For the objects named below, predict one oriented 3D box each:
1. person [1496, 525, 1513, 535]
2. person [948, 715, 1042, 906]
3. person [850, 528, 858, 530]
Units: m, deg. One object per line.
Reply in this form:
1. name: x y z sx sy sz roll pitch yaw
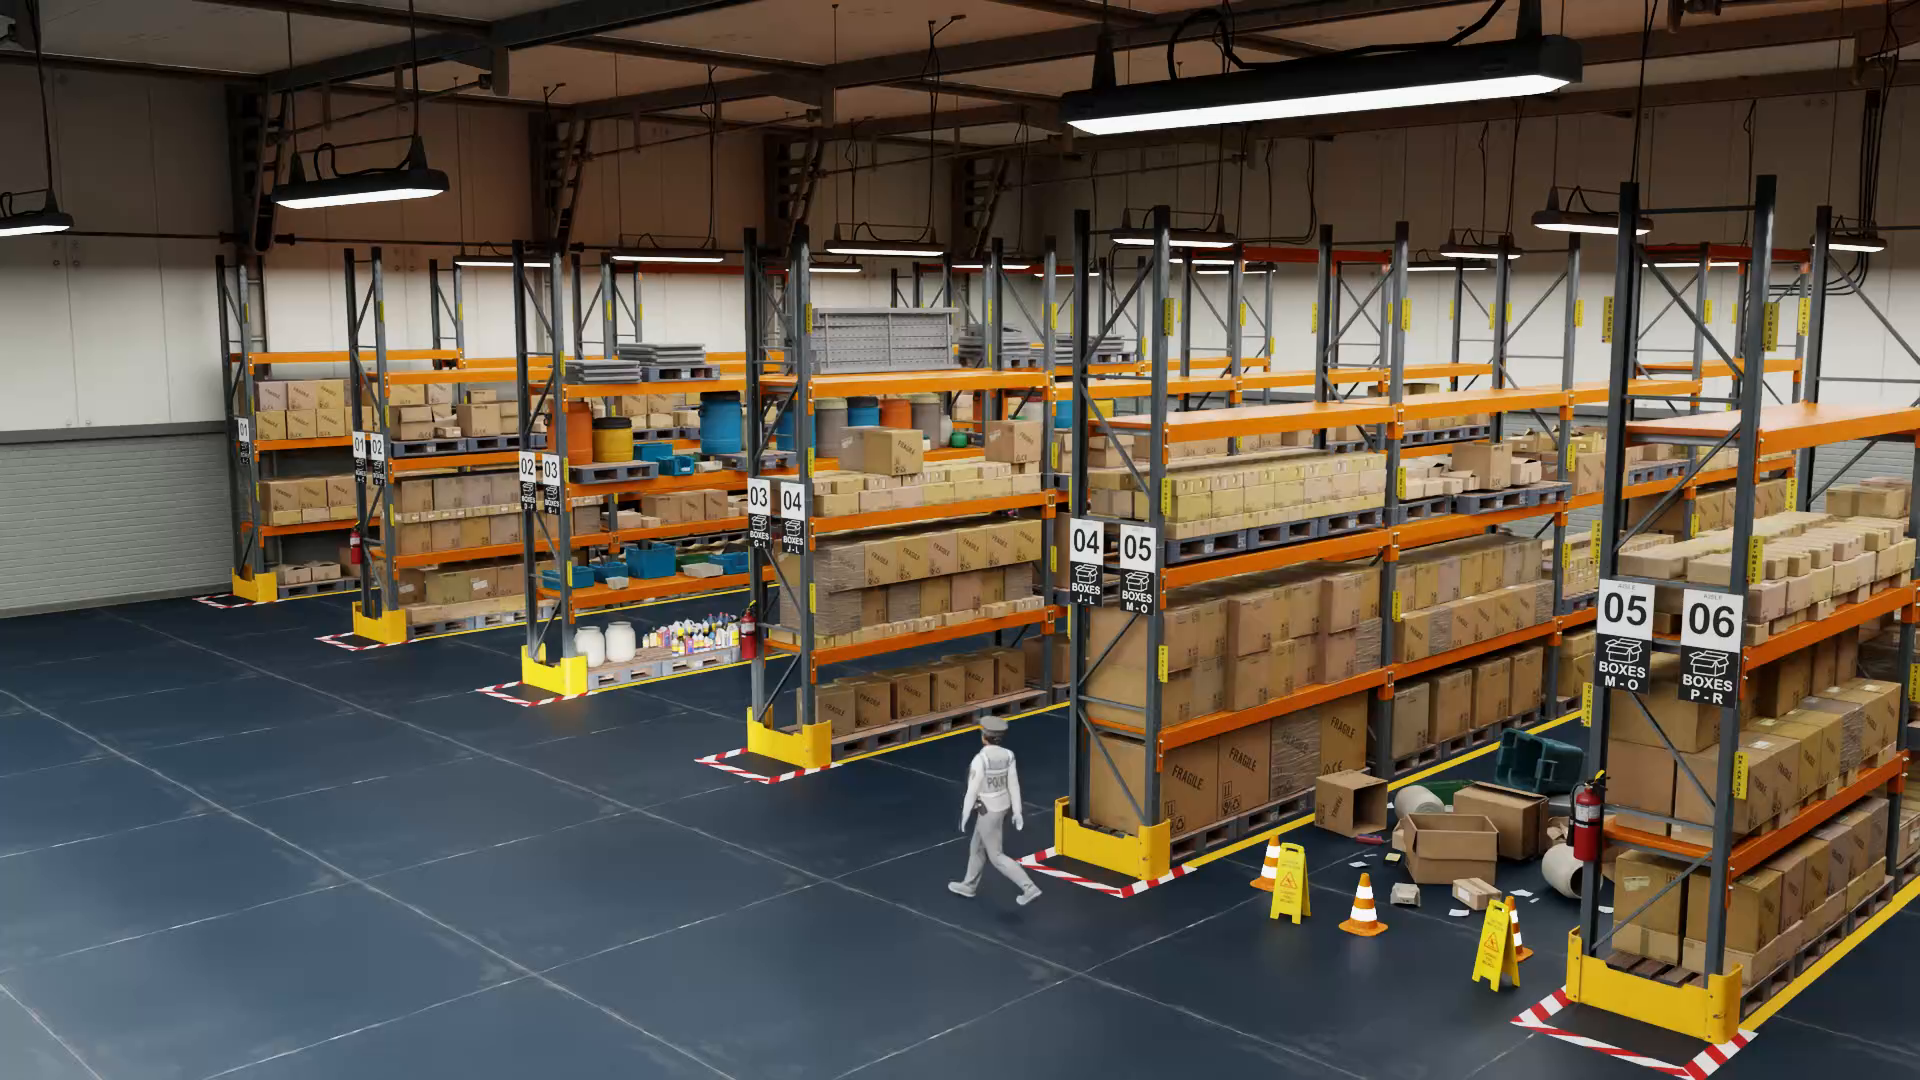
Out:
1. person: 8.784 0.557 26.828 0.416 1.630 0.951 7 11 40
2. person: 0.280 2.336 14.291 0.957 1.644 0.444 3 9 21
3. person: -1.755 0.483 27.203 0.463 1.690 0.381 -3 9 -18
